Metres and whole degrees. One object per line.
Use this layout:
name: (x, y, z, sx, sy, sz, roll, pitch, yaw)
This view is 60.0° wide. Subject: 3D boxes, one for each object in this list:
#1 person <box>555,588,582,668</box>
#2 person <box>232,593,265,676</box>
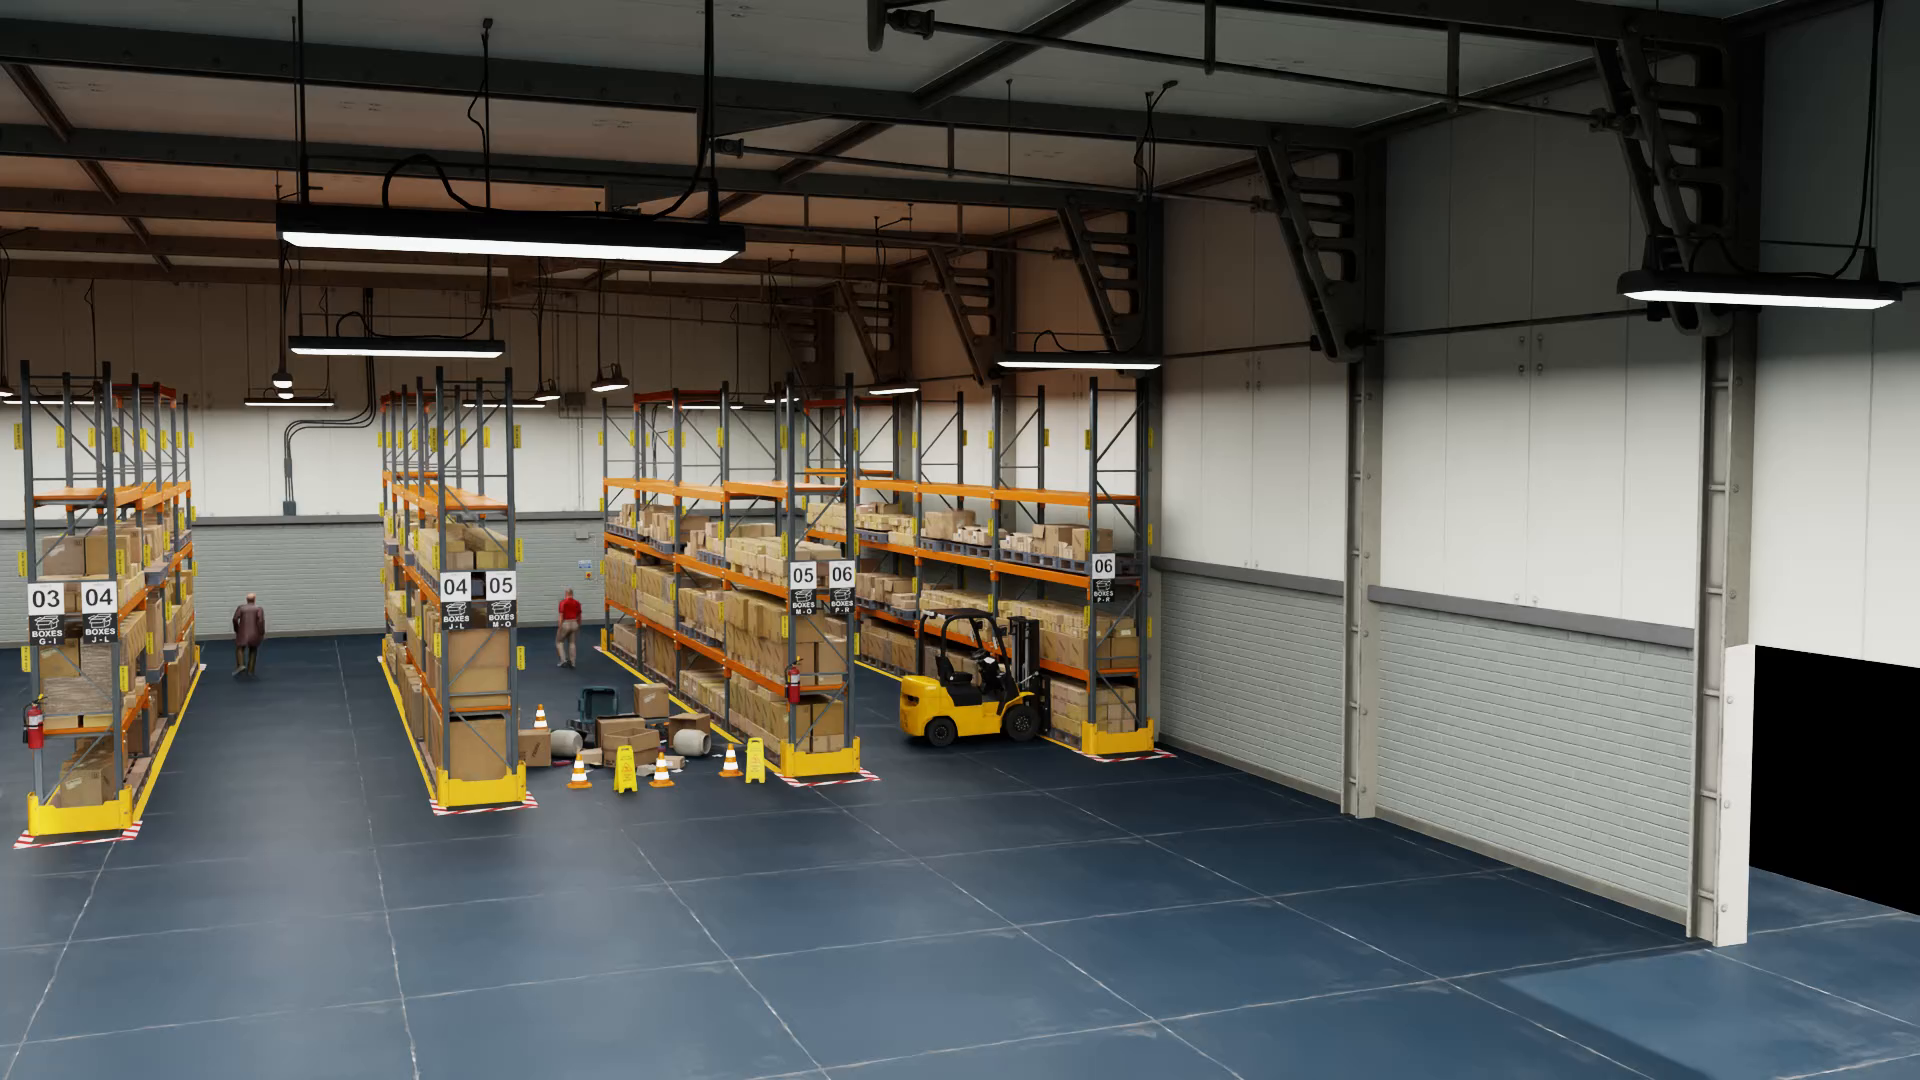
person: (-8.633, 1.947, 36.638, 0.600, 1.768, 0.427, -3, 4, -39)
person: (-15.028, 2.014, 35.124, 0.657, 1.753, 0.757, -1, 4, -22)
